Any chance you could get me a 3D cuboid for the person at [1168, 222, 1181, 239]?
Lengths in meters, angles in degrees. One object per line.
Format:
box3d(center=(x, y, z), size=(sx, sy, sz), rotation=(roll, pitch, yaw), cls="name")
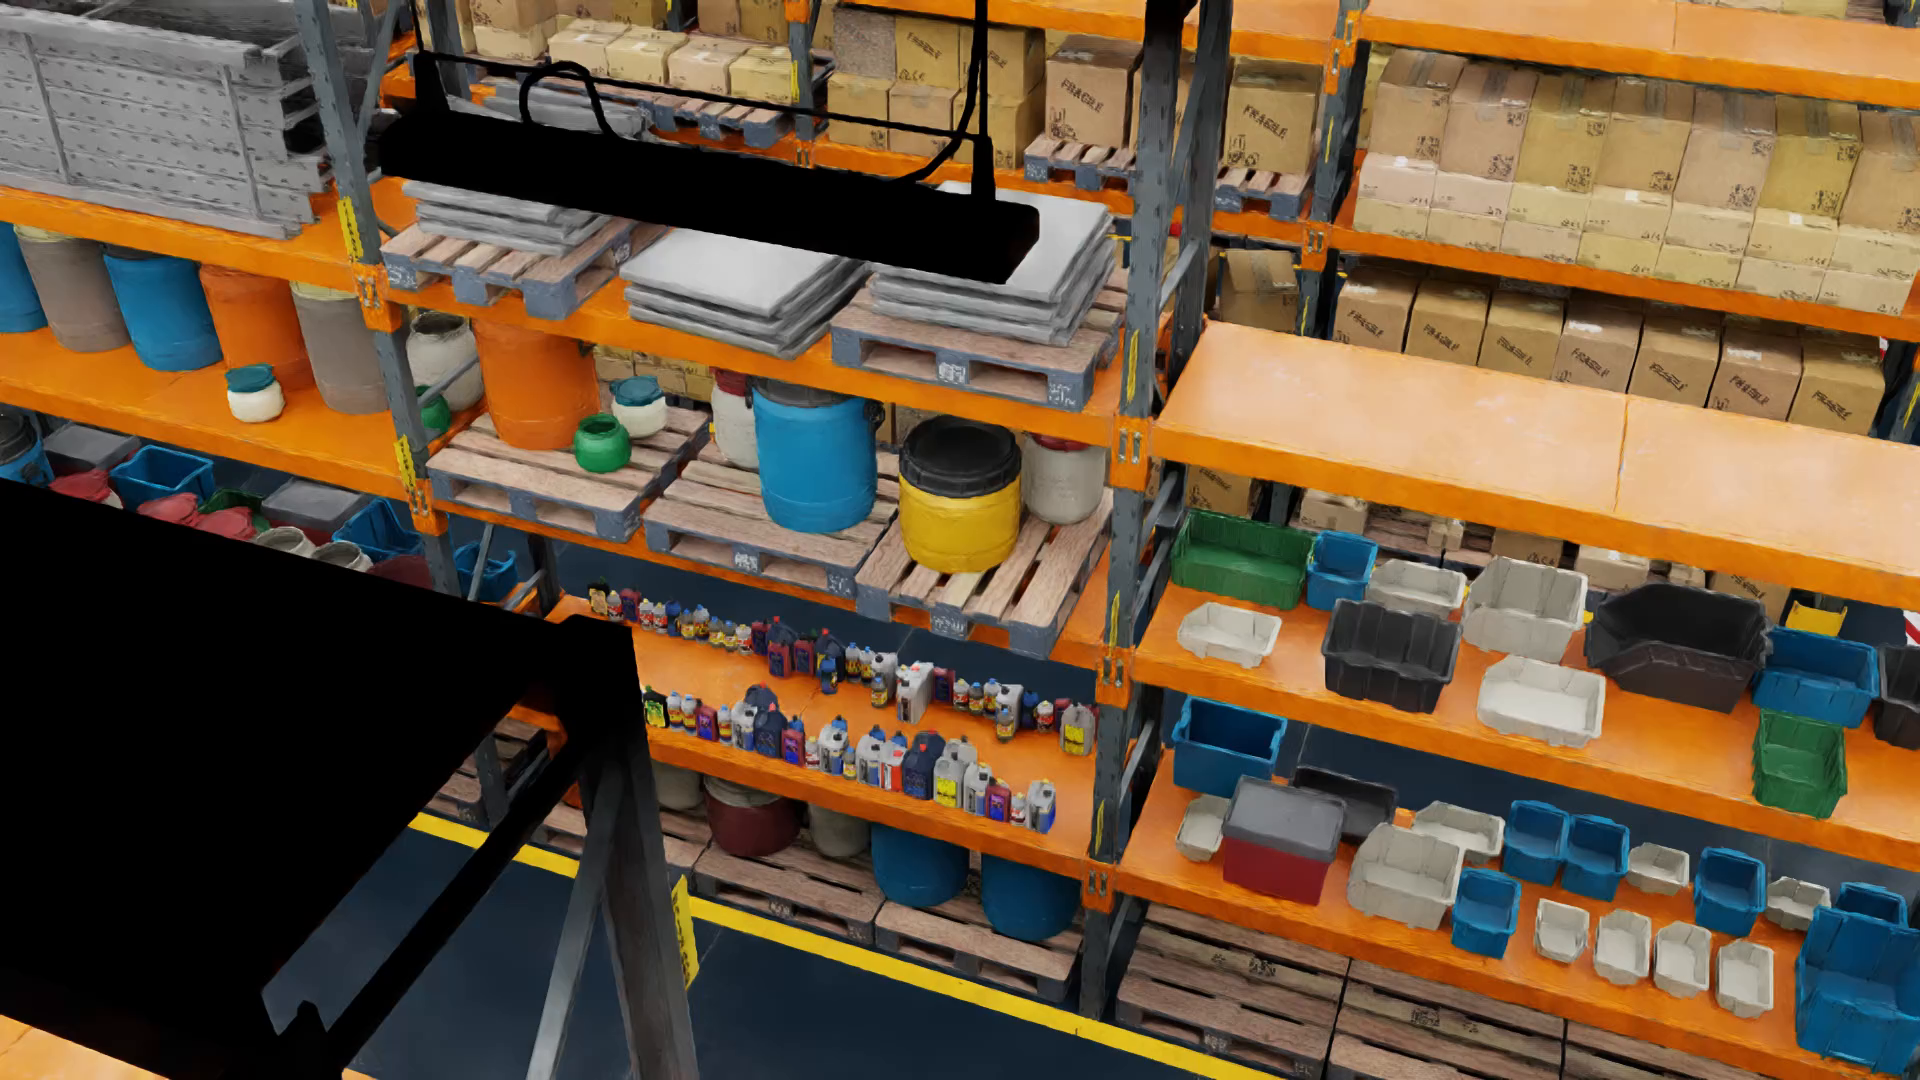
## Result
box3d(center=(1.943, -2.073, 14.748), size=(0.547, 1.742, 0.677), rotation=(13, 38, 17), cls="person")
